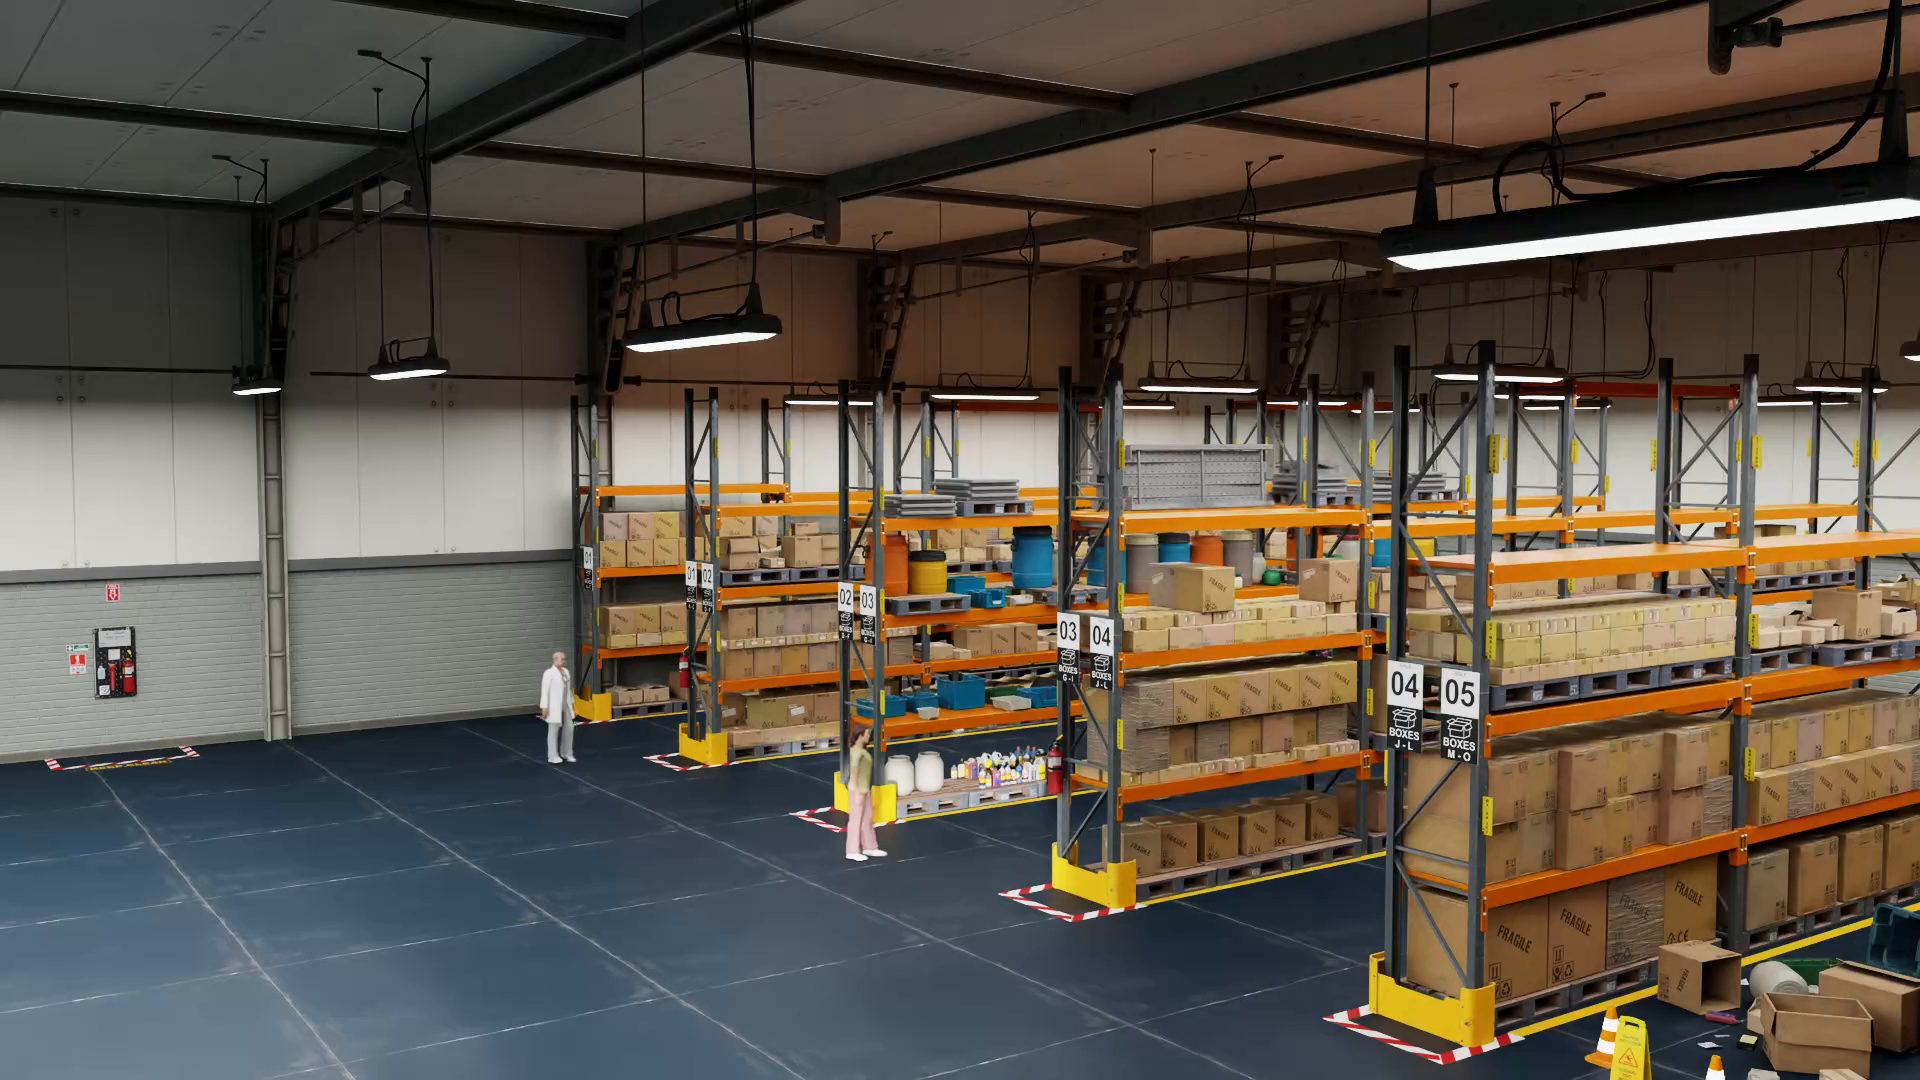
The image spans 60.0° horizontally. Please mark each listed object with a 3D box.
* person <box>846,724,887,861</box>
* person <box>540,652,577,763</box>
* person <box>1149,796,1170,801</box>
[{"bbox_3d":[-1.165,3.107,20.469,0.483,1.692,0.506,0,3,5],"label":"person"},{"bbox_3d":[-6.428,2.703,26.626,0.380,1.832,0.691,2,4,30],"label":"person"},{"bbox_3d":[2.778,2.848,23.949,0.575,1.785,0.572,1,4,18],"label":"person"}]
